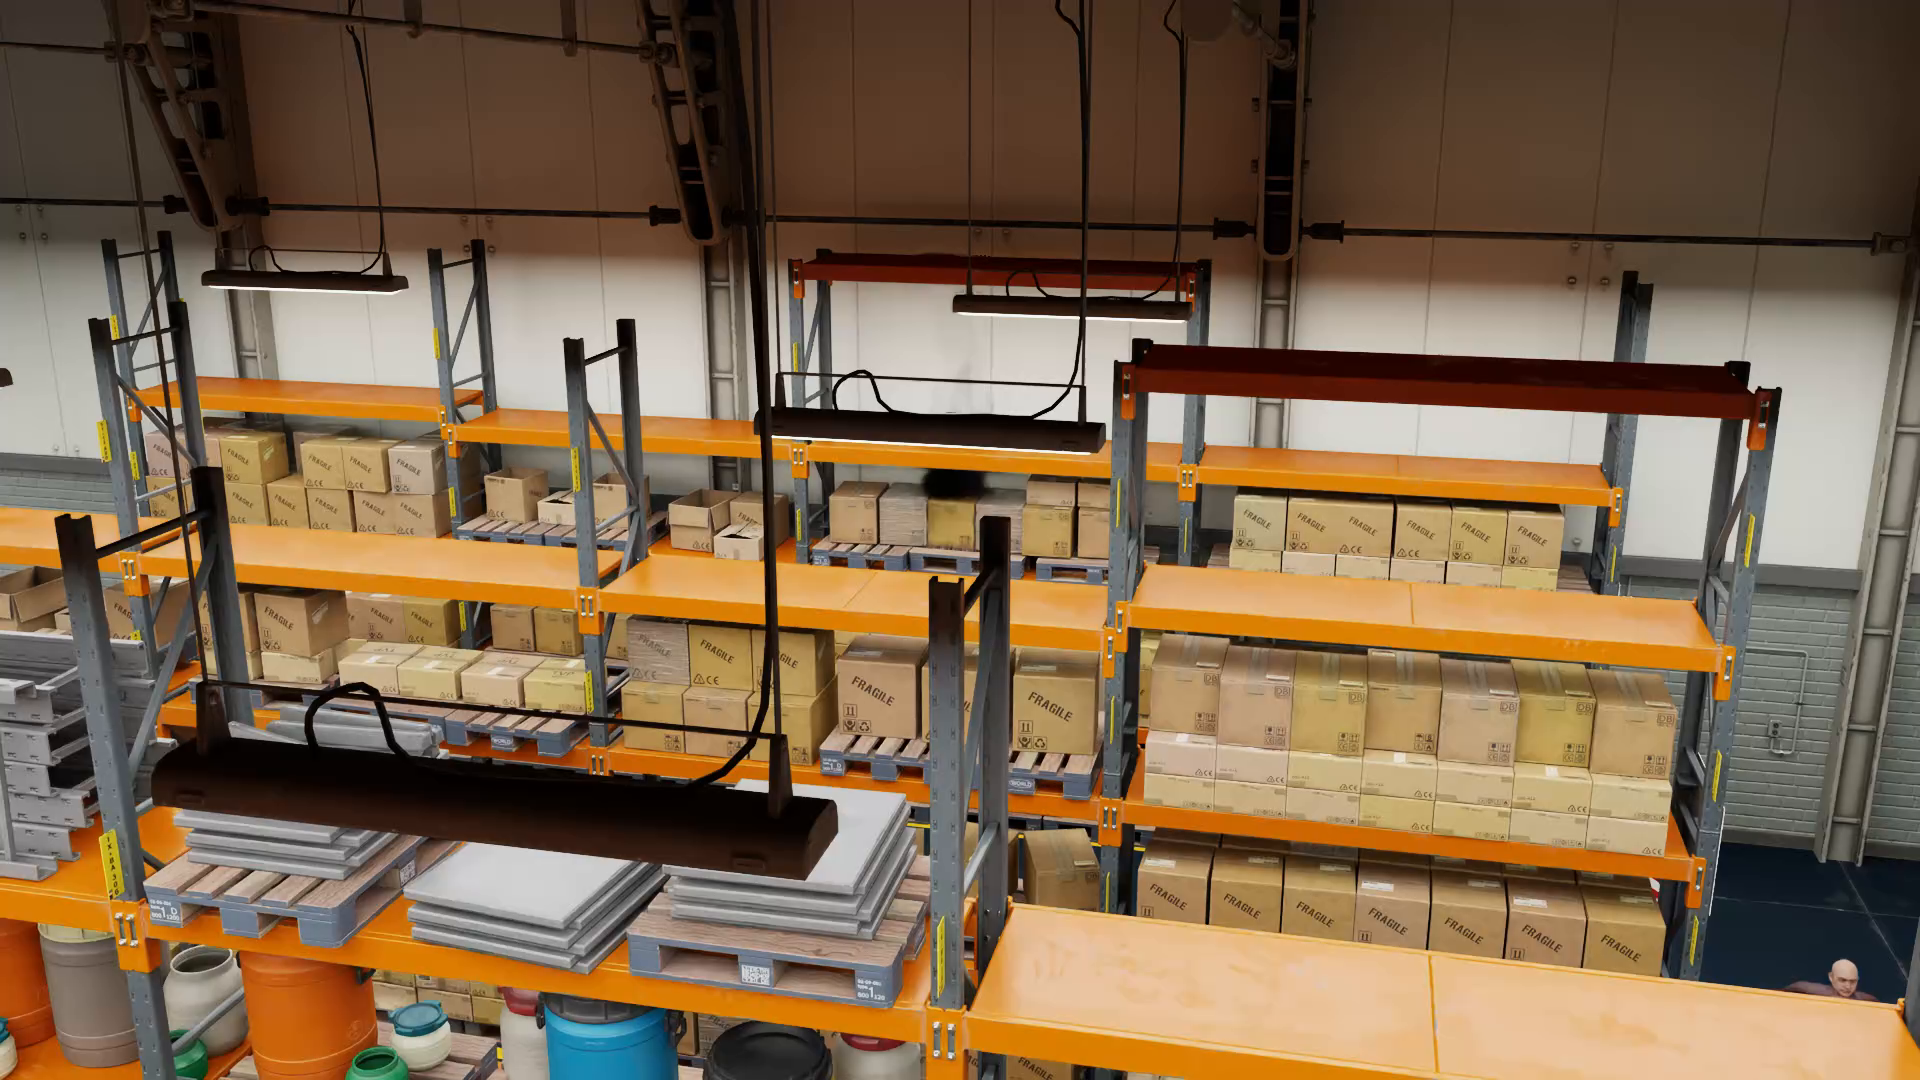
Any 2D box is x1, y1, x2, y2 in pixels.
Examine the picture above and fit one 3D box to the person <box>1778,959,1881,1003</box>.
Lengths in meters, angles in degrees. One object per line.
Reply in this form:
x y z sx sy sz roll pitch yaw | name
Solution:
6.308 3.854 12.123 0.711 1.832 0.841 4 17 13 | person
